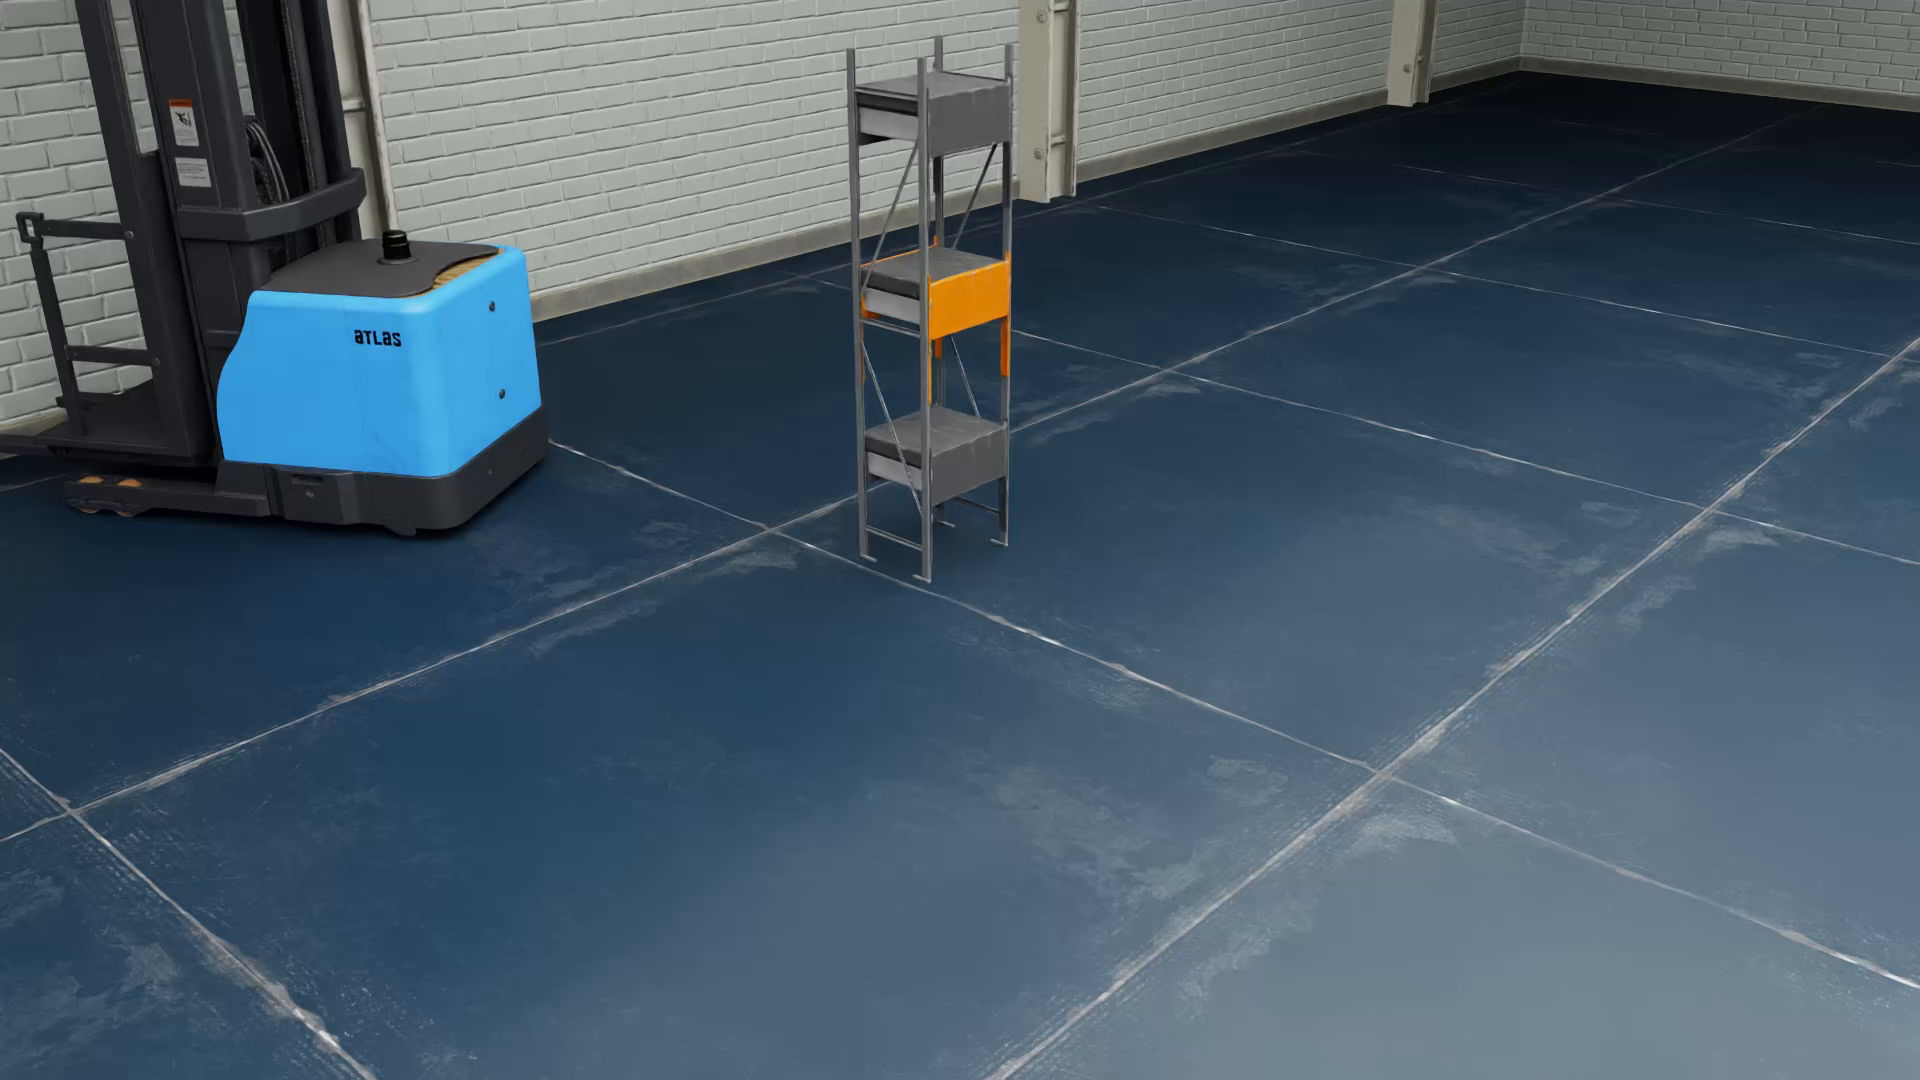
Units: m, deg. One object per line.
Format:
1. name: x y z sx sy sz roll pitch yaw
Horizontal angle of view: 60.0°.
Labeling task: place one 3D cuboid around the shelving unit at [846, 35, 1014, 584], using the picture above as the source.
1. shelving unit: -0.110 -0.908 6.708 0.431 2.100 0.503 20 31 38

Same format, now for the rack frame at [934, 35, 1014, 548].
1. rack frame: 0.052 -0.982 6.874 0.400 2.100 0.015 20 31 38

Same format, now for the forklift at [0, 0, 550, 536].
1. forklift: -3.551 -1.647 7.340 3.031 2.935 1.130 5 25 11

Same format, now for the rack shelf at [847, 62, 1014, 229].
1. rack shelf: -0.110 -1.534 6.427 0.431 0.518 0.480 20 31 38

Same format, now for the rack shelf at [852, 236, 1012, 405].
1. rack shelf: -0.110 -0.895 6.714 0.431 0.518 0.480 20 31 38

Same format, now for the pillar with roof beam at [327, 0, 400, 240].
1. pillar with roof beam: -0.100 -3.881 4.906 9.100 9.000 0.400 20 31 38

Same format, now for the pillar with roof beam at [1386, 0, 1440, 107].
1. pillar with roof beam: 7.909 -7.537 13.060 9.100 9.000 0.400 20 31 38

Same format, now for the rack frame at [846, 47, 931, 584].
1. rack frame: -0.273 -0.833 6.542 0.400 2.100 0.015 20 31 38

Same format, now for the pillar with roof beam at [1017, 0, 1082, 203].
1. pillar with roof beam: 3.904 -5.709 8.983 9.100 9.000 0.400 20 31 38

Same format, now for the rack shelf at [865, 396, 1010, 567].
1. rack shelf: -0.110 -0.256 7.000 0.431 0.518 0.480 20 31 38
